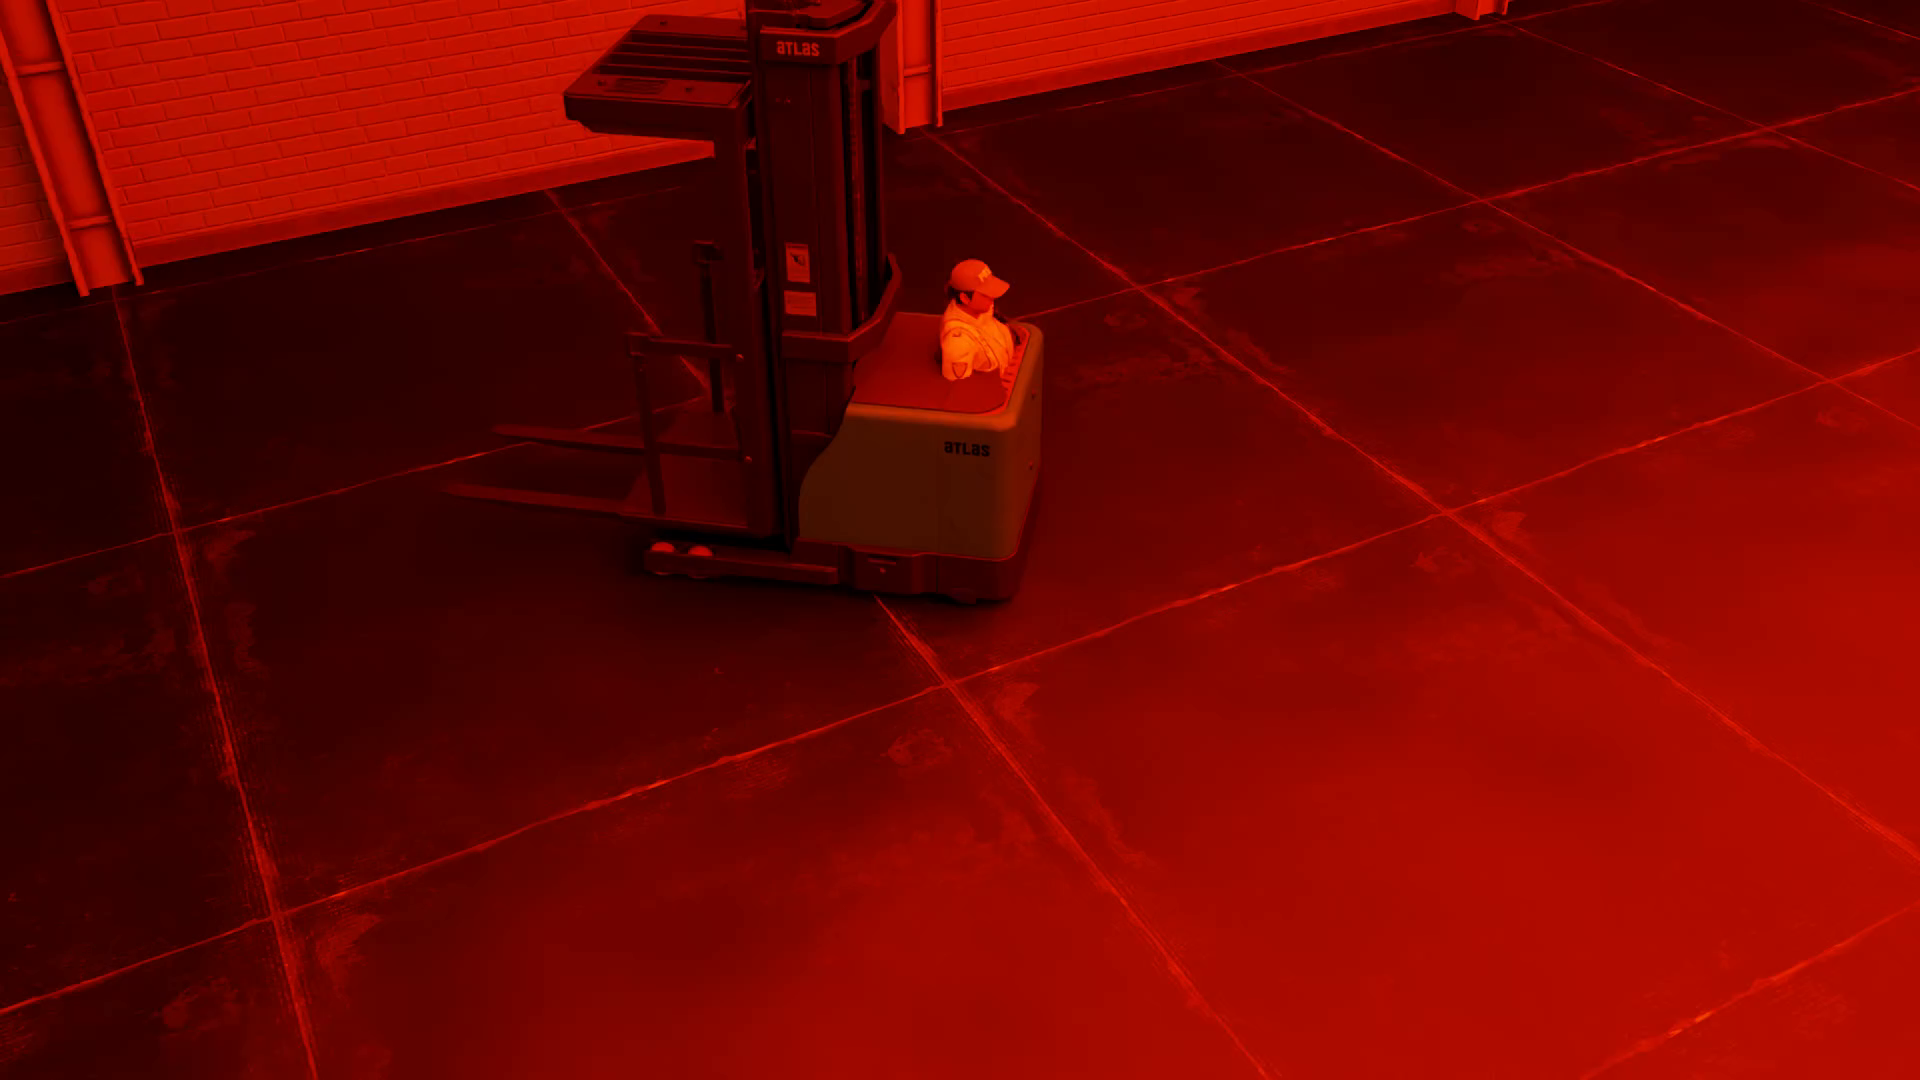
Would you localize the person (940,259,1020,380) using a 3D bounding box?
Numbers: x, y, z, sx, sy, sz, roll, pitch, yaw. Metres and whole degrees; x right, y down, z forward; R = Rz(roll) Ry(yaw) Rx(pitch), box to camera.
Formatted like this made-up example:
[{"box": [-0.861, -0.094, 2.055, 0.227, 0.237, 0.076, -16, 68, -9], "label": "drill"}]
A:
[{"box": [0.123, -0.634, 8.172, 0.478, 1.605, 0.685, 10, 36, 14], "label": "person"}]

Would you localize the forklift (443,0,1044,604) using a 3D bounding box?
[{"box": [-1.135, -1.292, 7.951, 3.031, 2.935, 1.130, 6, 36, 9], "label": "forklift"}]
